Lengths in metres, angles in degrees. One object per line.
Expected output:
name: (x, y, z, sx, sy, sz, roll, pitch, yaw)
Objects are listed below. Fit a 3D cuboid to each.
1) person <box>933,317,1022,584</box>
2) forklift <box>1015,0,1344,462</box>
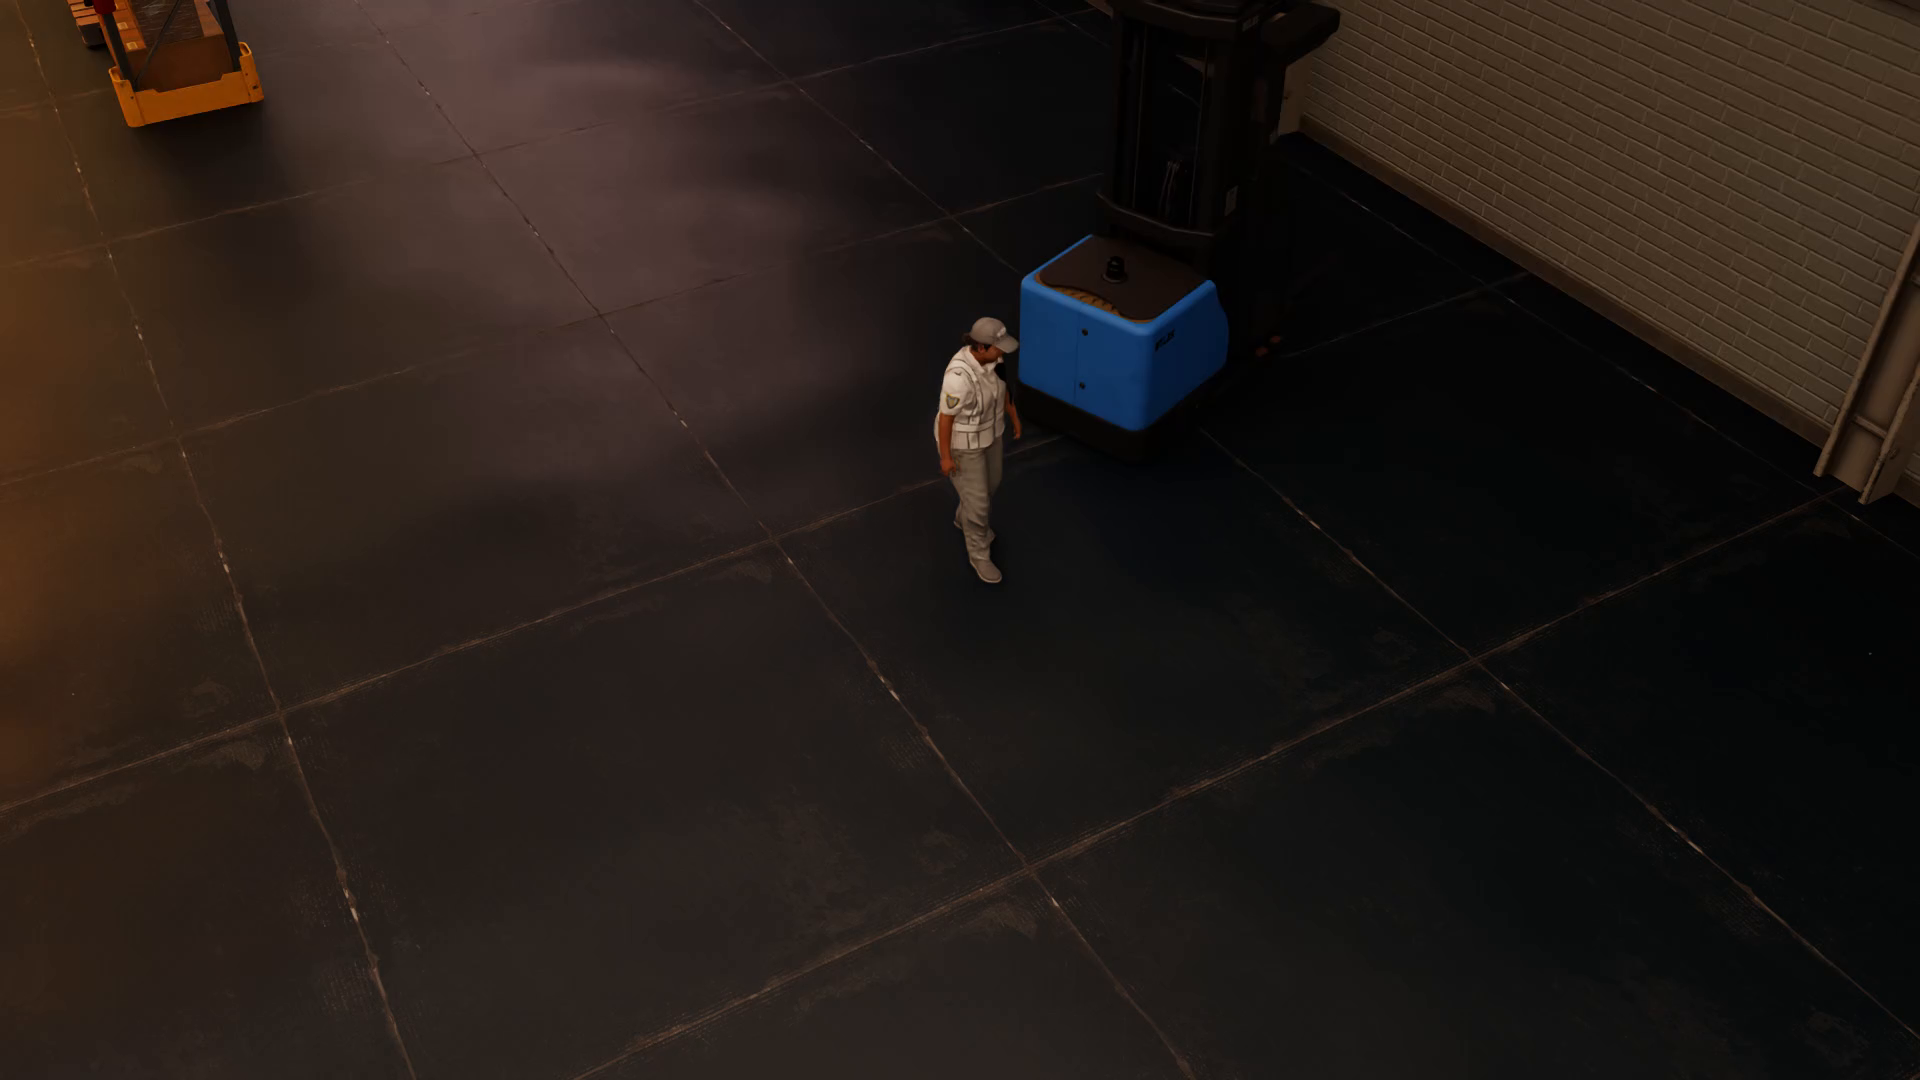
person: (0.142, -0.584, 9.752, 0.557, 1.645, 0.605, 23, 45, 26)
forklift: (1.694, -2.513, 11.065, 1.130, 2.935, 3.031, 27, 47, 29)
